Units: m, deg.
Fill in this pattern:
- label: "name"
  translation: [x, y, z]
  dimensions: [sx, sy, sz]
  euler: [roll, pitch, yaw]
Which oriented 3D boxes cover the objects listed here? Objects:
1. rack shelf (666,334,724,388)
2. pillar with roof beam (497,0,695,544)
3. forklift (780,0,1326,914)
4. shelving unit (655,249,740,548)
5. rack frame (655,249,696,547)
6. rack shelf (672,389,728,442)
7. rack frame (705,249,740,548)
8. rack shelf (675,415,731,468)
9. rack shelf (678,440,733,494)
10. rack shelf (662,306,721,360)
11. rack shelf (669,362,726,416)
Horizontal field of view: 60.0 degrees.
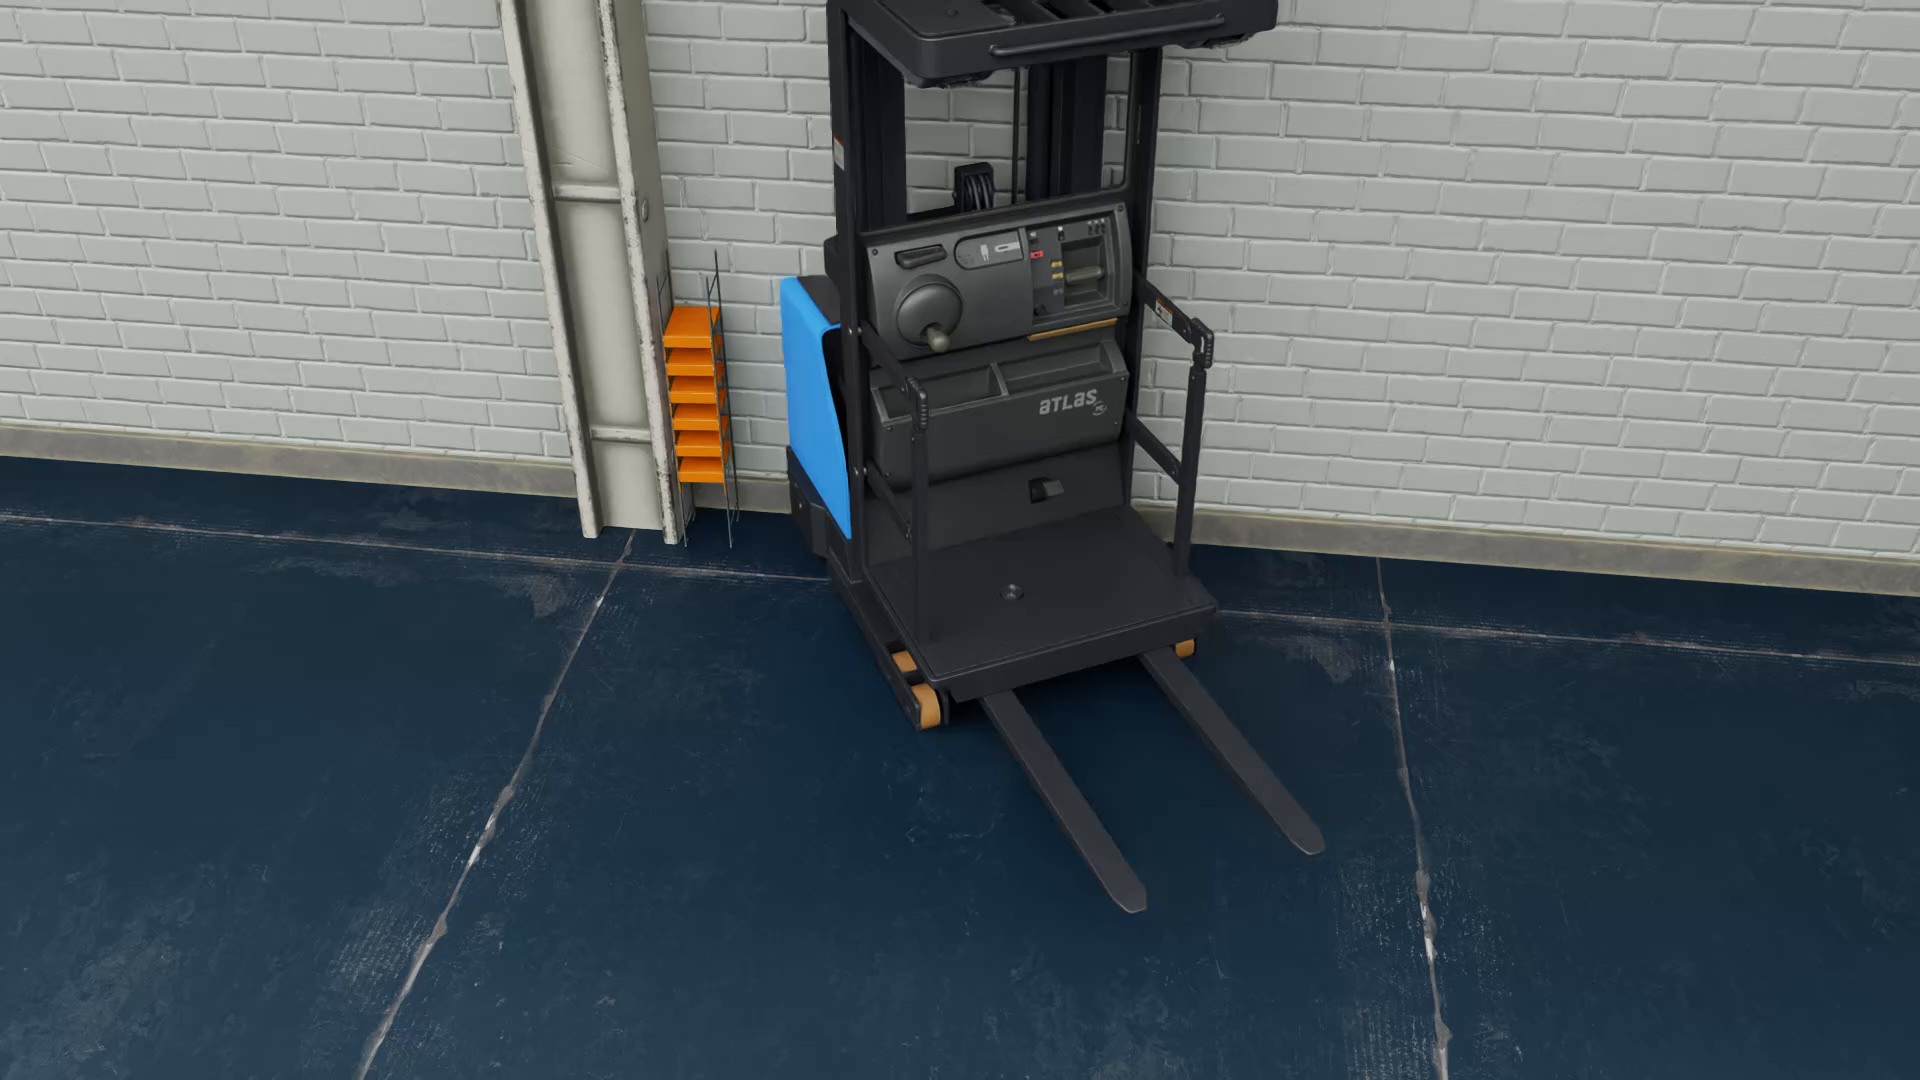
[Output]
- label: "rack shelf"
  translation: [-1.008, -0.687, 6.342]
  dimensions: [0.180, 0.103, 0.258]
  euler: [1, 36, 1]
- label: "pillar with roof beam"
  translation: [-1.866, -1.268, 0.781]
  dimensions: [0.400, 9.000, 9.100]
  euler: [4, 36, 6]
- label: "forklift"
  translation: [0.226, -0.810, 5.362]
  dimensions: [1.130, 2.935, 3.031]
  euler: [-13, 38, -18]
- label: "shelving unit"
  translation: [-1.008, -0.528, 6.456]
  dimensions: [0.189, 1.200, 0.258]
  euler: [1, 36, 1]
- label: "rack frame"
  translation: [-1.100, -0.529, 6.457]
  dimensions: [0.006, 1.200, 0.240]
  euler: [1, 36, 1]
- label: "rack shelf"
  translation: [-1.009, -0.492, 6.482]
  dimensions: [0.180, 0.103, 0.258]
  euler: [1, 36, 1]
- label: "rack frame"
  translation: [-0.917, -0.526, 6.454]
  dimensions: [0.006, 1.200, 0.240]
  euler: [1, 36, 1]
- label: "rack shelf"
  translation: [-1.009, -0.394, 6.551]
  dimensions: [0.180, 0.103, 0.258]
  euler: [1, 36, 1]
- label: "rack shelf"
  translation: [-1.010, -0.296, 6.621]
  dimensions: [0.180, 0.103, 0.258]
  euler: [1, 36, 1]
- label: "rack shelf"
  translation: [-1.007, -0.785, 6.272]
  dimensions: [0.180, 0.103, 0.258]
  euler: [1, 36, 1]
- label: "rack shelf"
  translation: [-1.008, -0.589, 6.412]
  dimensions: [0.180, 0.103, 0.258]
  euler: [1, 36, 1]
